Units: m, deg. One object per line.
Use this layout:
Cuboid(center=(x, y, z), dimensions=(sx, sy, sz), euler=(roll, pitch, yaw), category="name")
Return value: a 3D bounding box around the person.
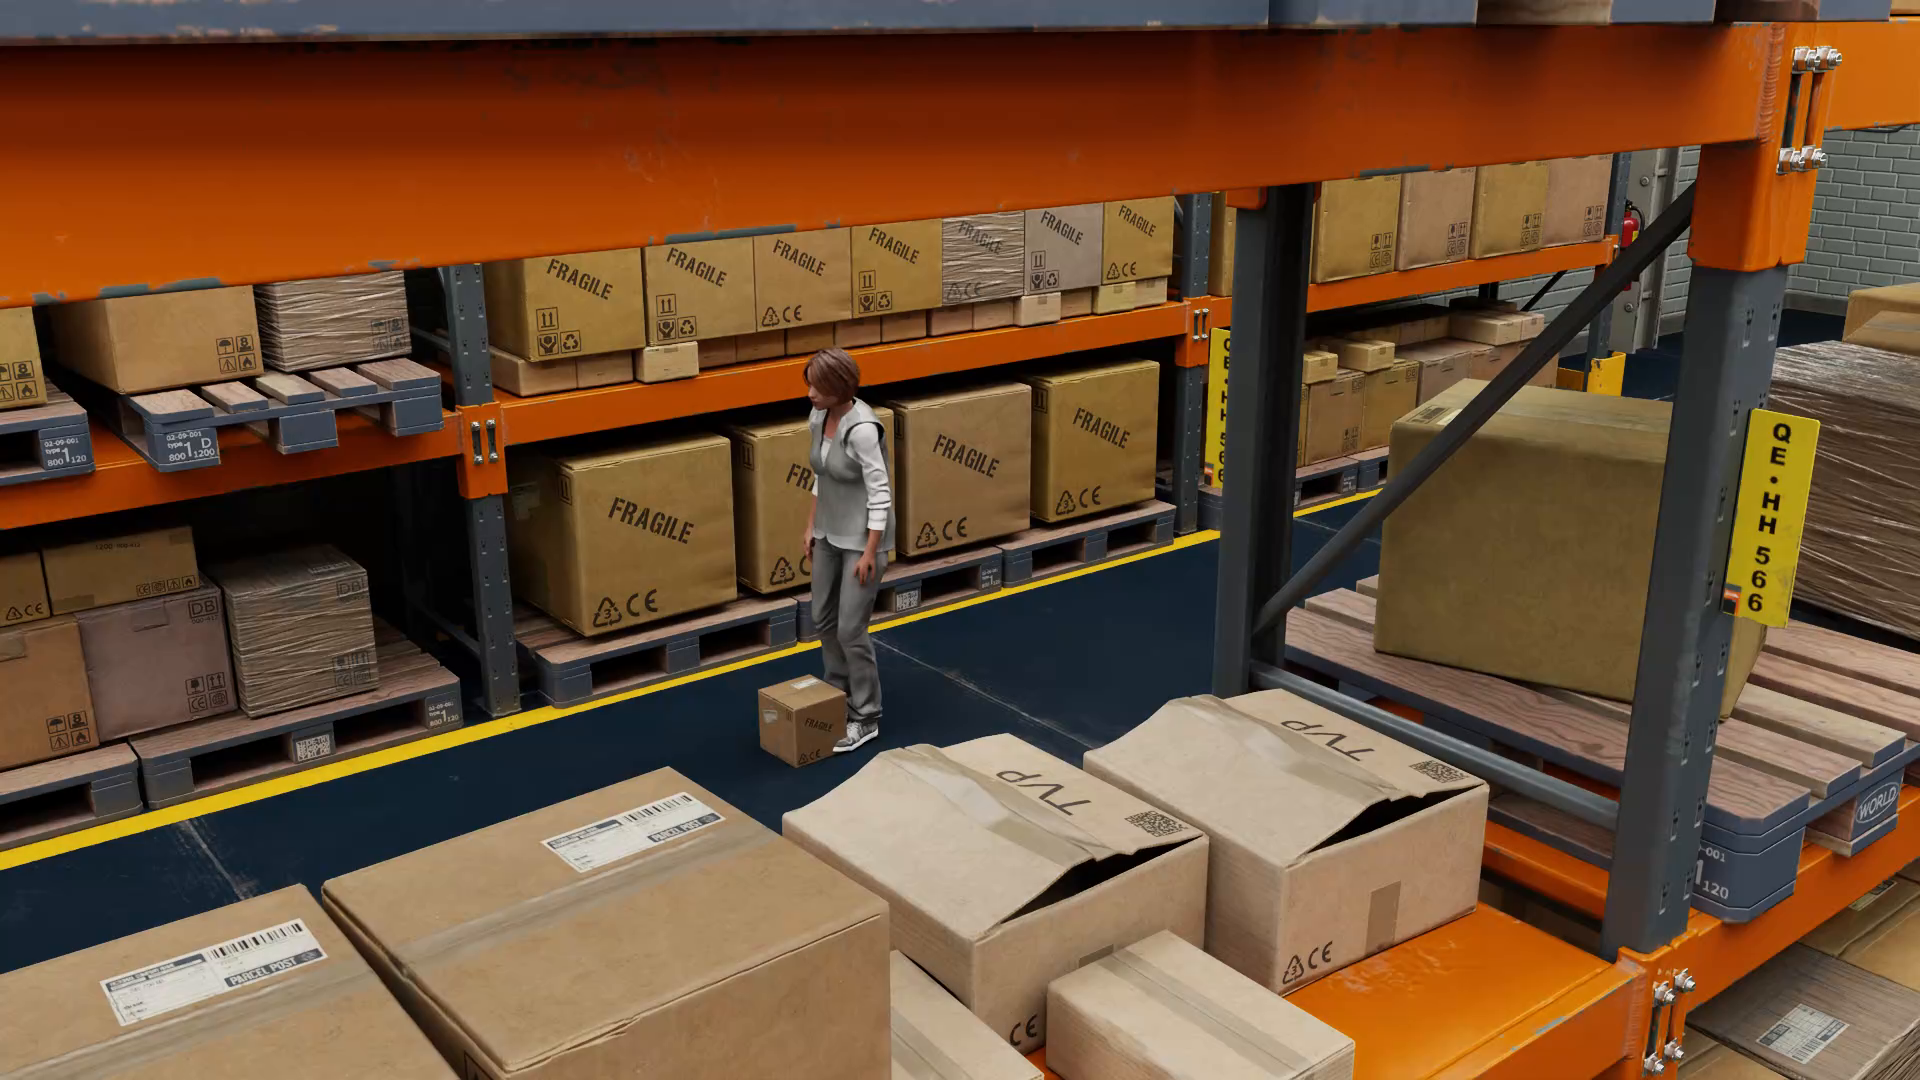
Cuboid(center=(-0.448, 0.032, 6.490), dimensions=(0.364, 1.582, 0.461), euler=(-14, 22, -36), category="person")
